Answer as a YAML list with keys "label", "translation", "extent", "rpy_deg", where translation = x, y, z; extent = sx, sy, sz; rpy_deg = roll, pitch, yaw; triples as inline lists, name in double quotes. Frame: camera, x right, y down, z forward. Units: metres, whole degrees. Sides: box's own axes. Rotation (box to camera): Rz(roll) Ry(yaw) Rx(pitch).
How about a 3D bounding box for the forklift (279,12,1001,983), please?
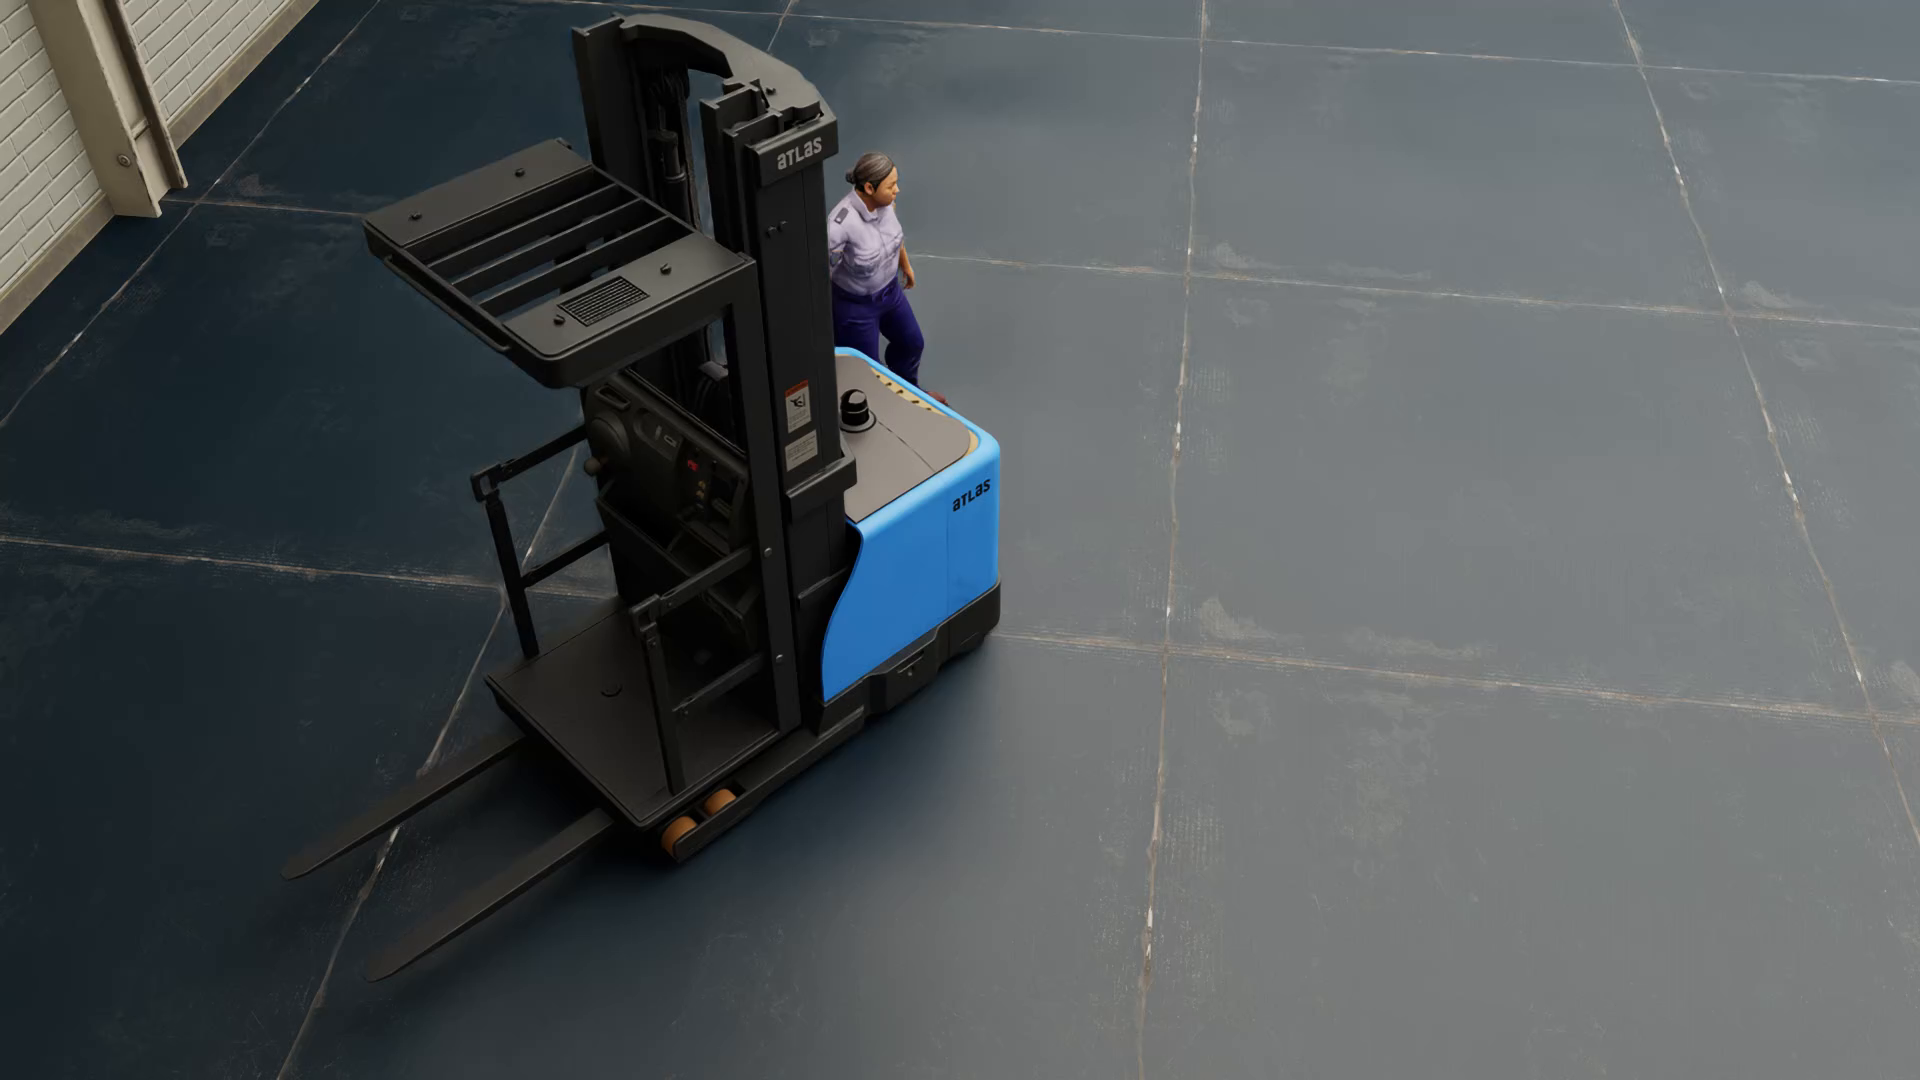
- label: "forklift"
  translation: [-1.229, -0.228, 5.973]
  extent: [3.031, 2.935, 1.130]
  rpy_deg: [-33, 52, -31]

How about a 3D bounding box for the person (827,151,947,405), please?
- label: "person"
  translation: [-0.423, -1.155, 7.956]
  extent: [0.374, 1.625, 0.796]
  rpy_deg: [24, 48, 24]
